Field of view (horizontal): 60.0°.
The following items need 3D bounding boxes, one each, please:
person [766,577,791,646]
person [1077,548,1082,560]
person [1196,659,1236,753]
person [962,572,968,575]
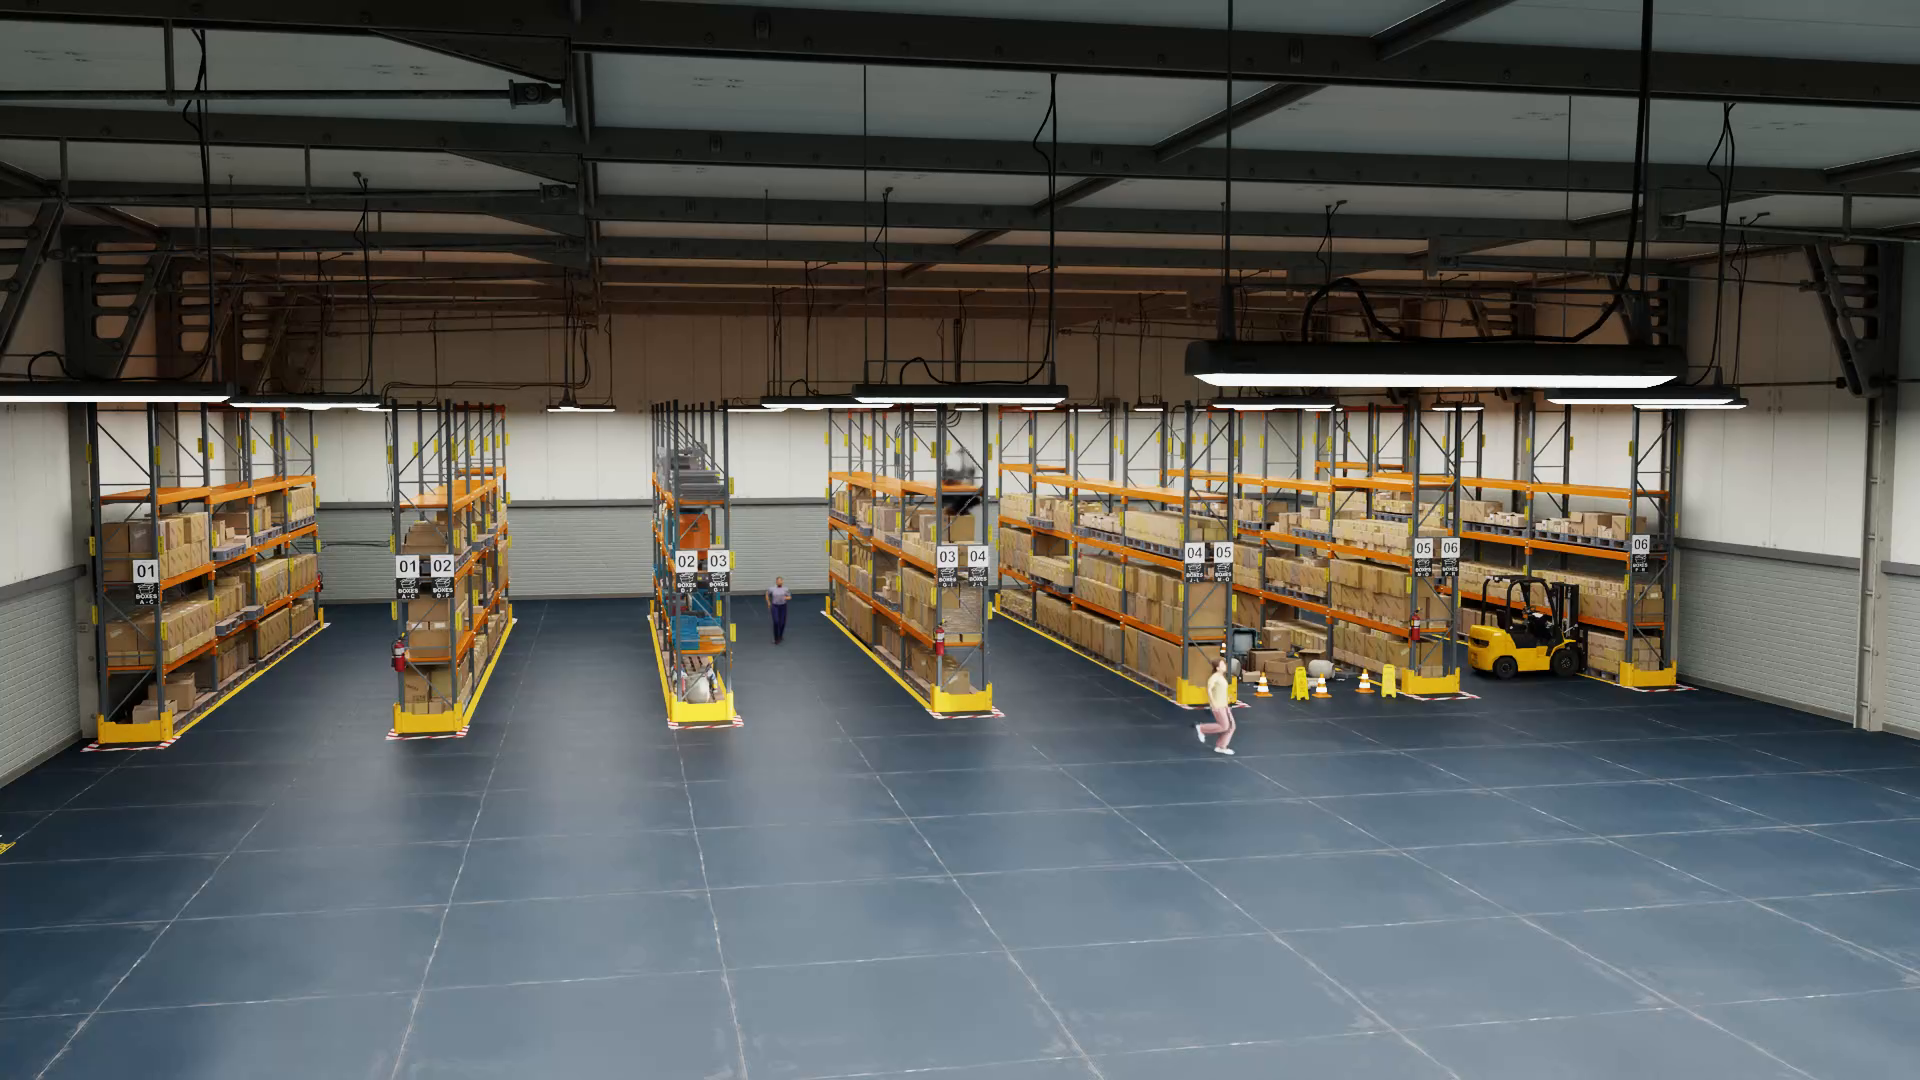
[{"bbox_3d":[-4.531,1.765,41.639,0.583,1.708,0.773,-2,5,-20],"label":"person"},{"bbox_3d":[3.645,1.080,50.633,0.664,1.694,0.663,-2,5,-25],"label":"person"},{"bbox_3d":[4.344,2.807,28.154,0.620,1.589,0.583,2,5,27],"label":"person"},{"bbox_3d":[0.324,1.372,46.290,0.735,1.806,0.756,-1,4,-10],"label":"person"}]
